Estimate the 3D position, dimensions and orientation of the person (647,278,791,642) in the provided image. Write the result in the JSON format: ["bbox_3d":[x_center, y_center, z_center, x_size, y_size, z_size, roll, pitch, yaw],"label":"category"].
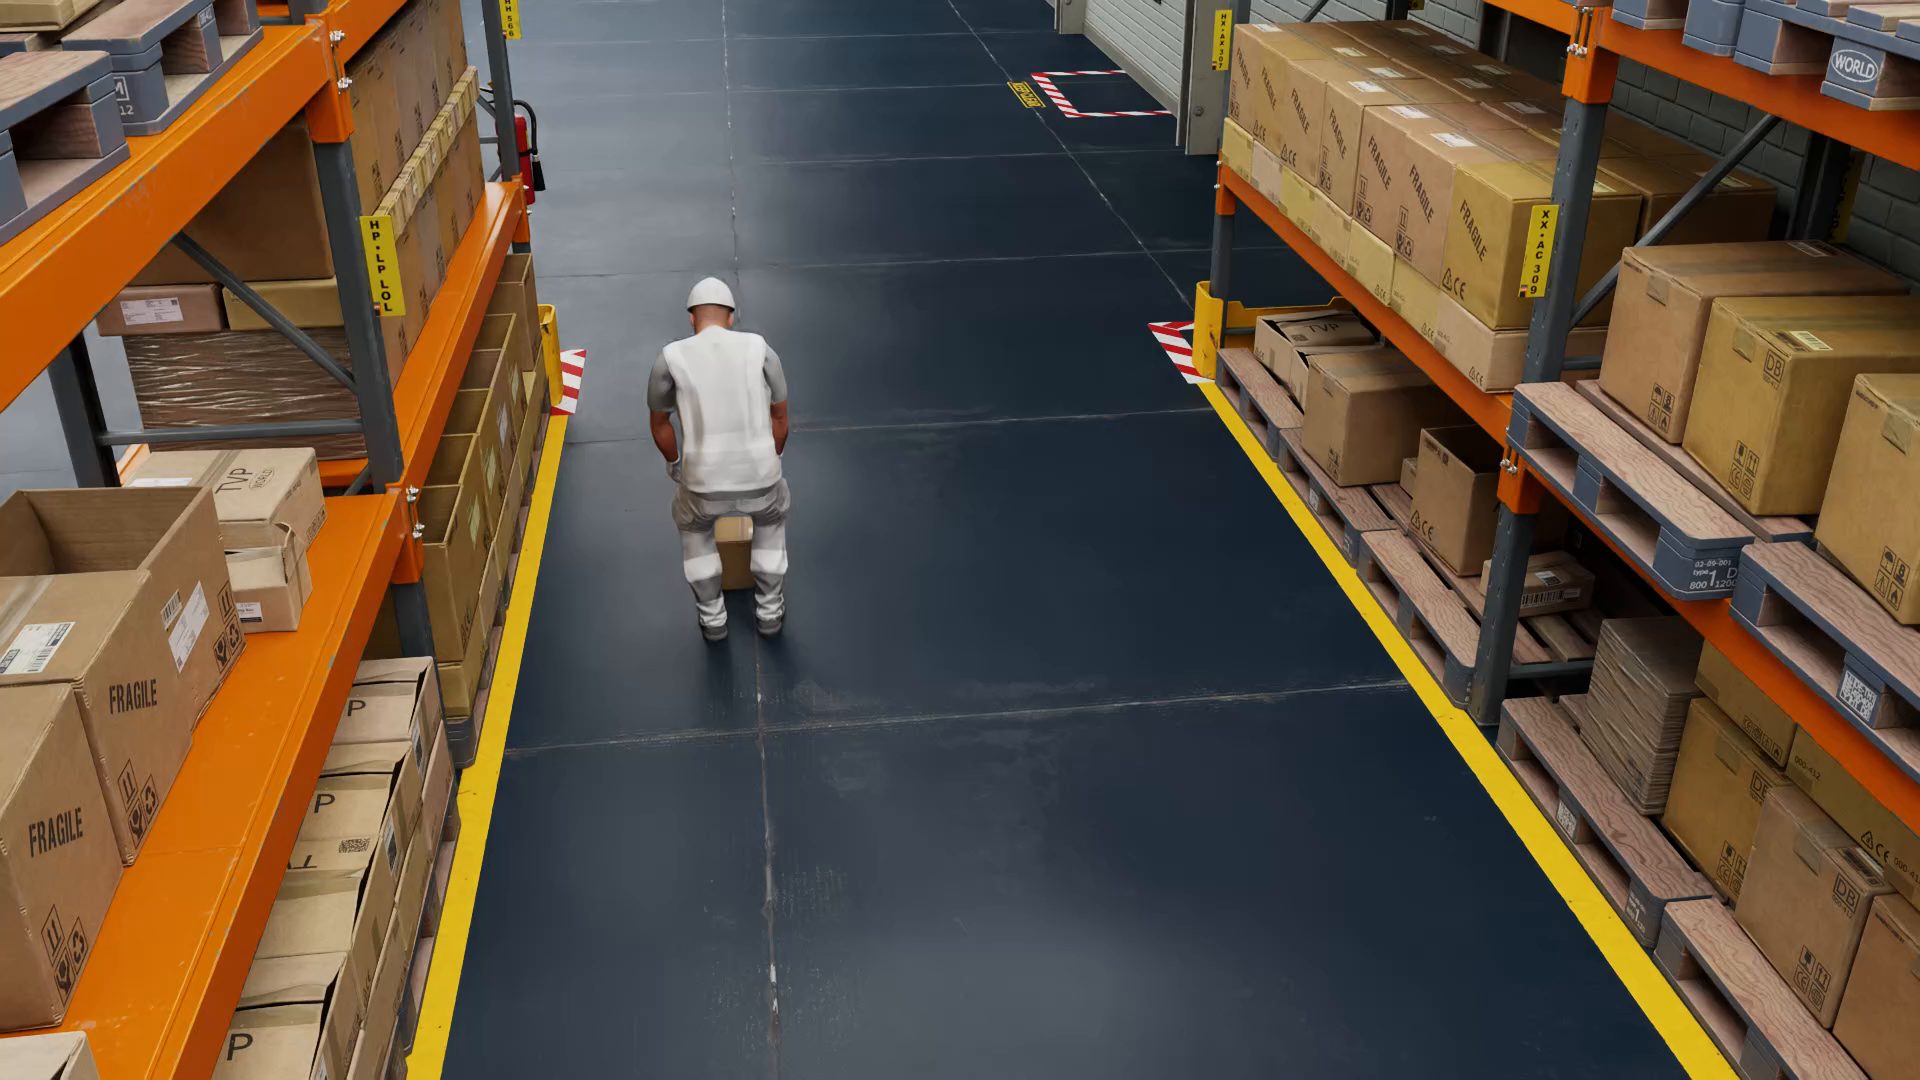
[{"bbox_3d":[-1.006,-0.314,7.028,0.581,1.500,0.711,-3,27,-7],"label":"person"}]
